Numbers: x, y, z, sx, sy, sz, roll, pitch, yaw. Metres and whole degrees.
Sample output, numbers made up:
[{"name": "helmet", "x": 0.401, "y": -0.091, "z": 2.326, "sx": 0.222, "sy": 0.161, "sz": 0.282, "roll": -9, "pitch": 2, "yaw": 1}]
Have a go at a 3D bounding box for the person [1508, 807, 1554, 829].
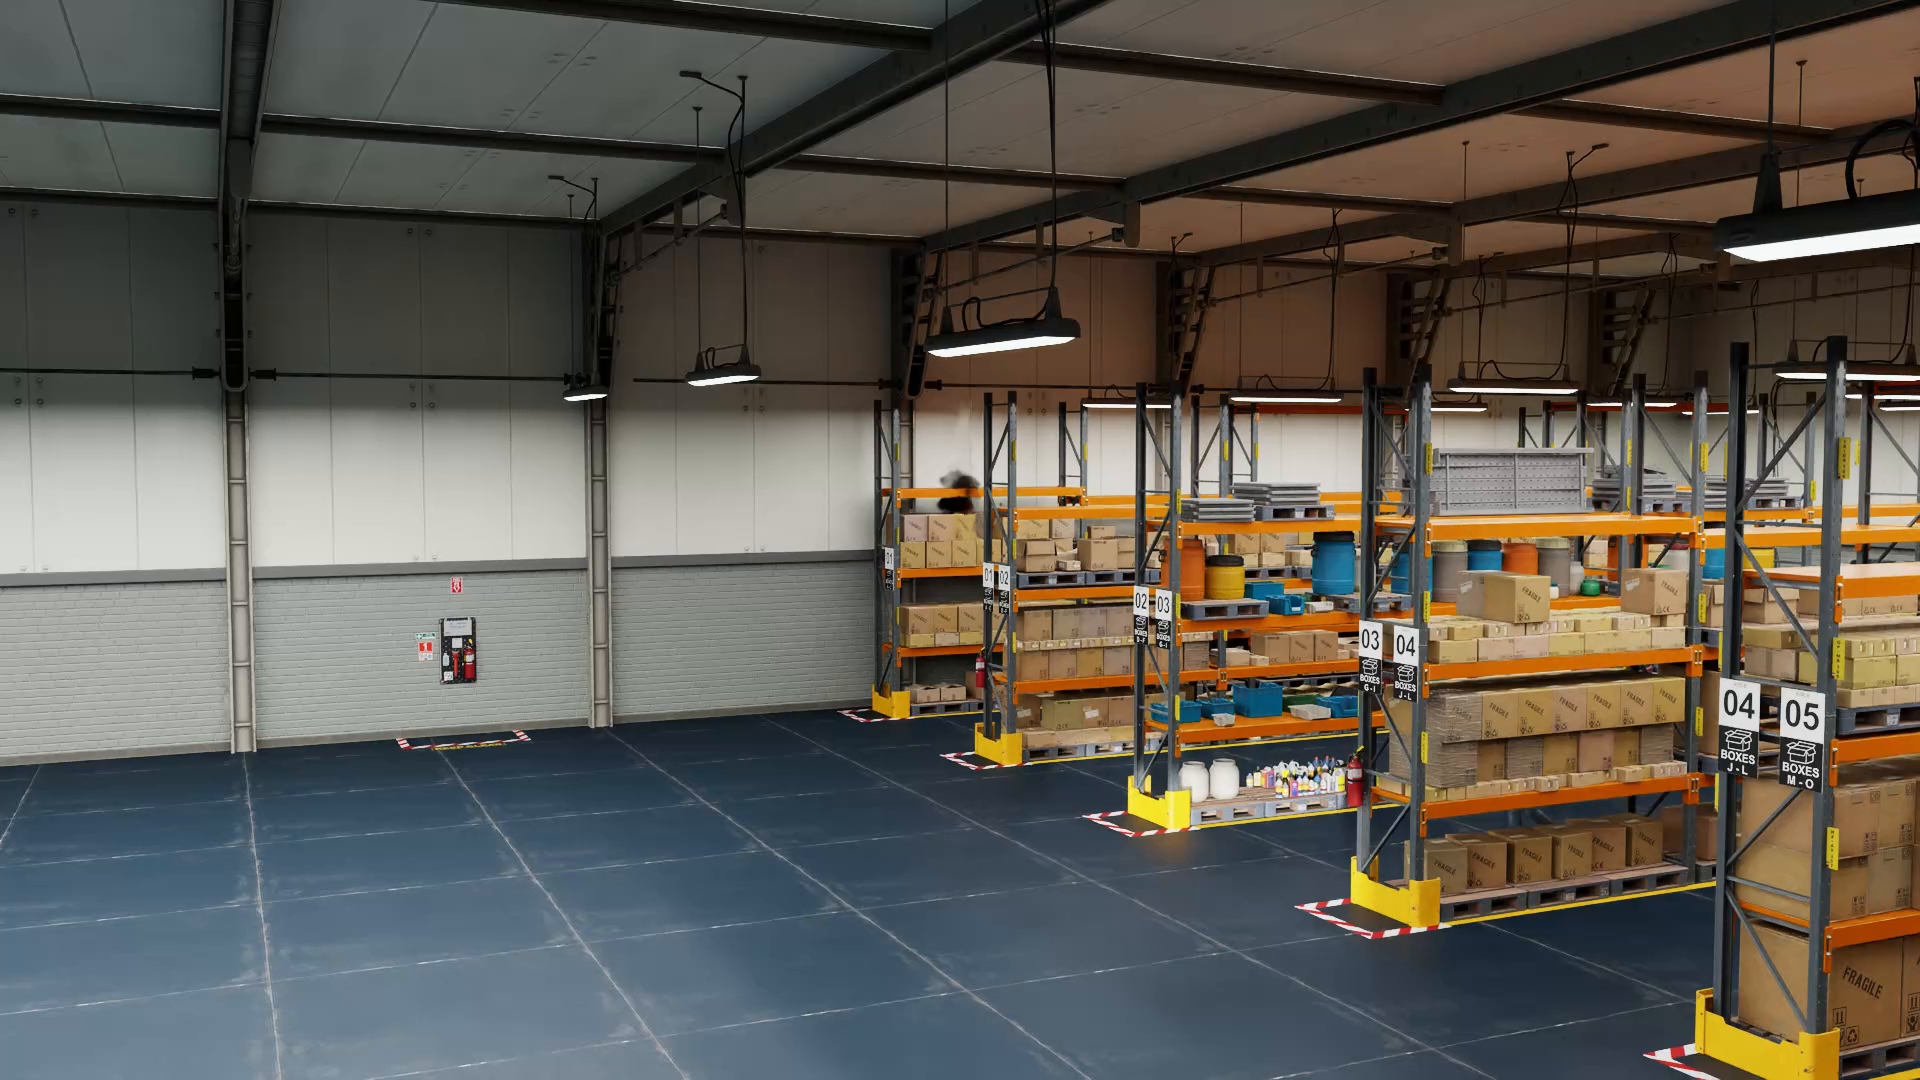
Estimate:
[{"name": "person", "x": 7.188, "y": 3.051, "z": 21.051, "sx": 0.853, "sy": 1.774, "sz": 0.698, "roll": -1, "pitch": 4, "yaw": -24}]
